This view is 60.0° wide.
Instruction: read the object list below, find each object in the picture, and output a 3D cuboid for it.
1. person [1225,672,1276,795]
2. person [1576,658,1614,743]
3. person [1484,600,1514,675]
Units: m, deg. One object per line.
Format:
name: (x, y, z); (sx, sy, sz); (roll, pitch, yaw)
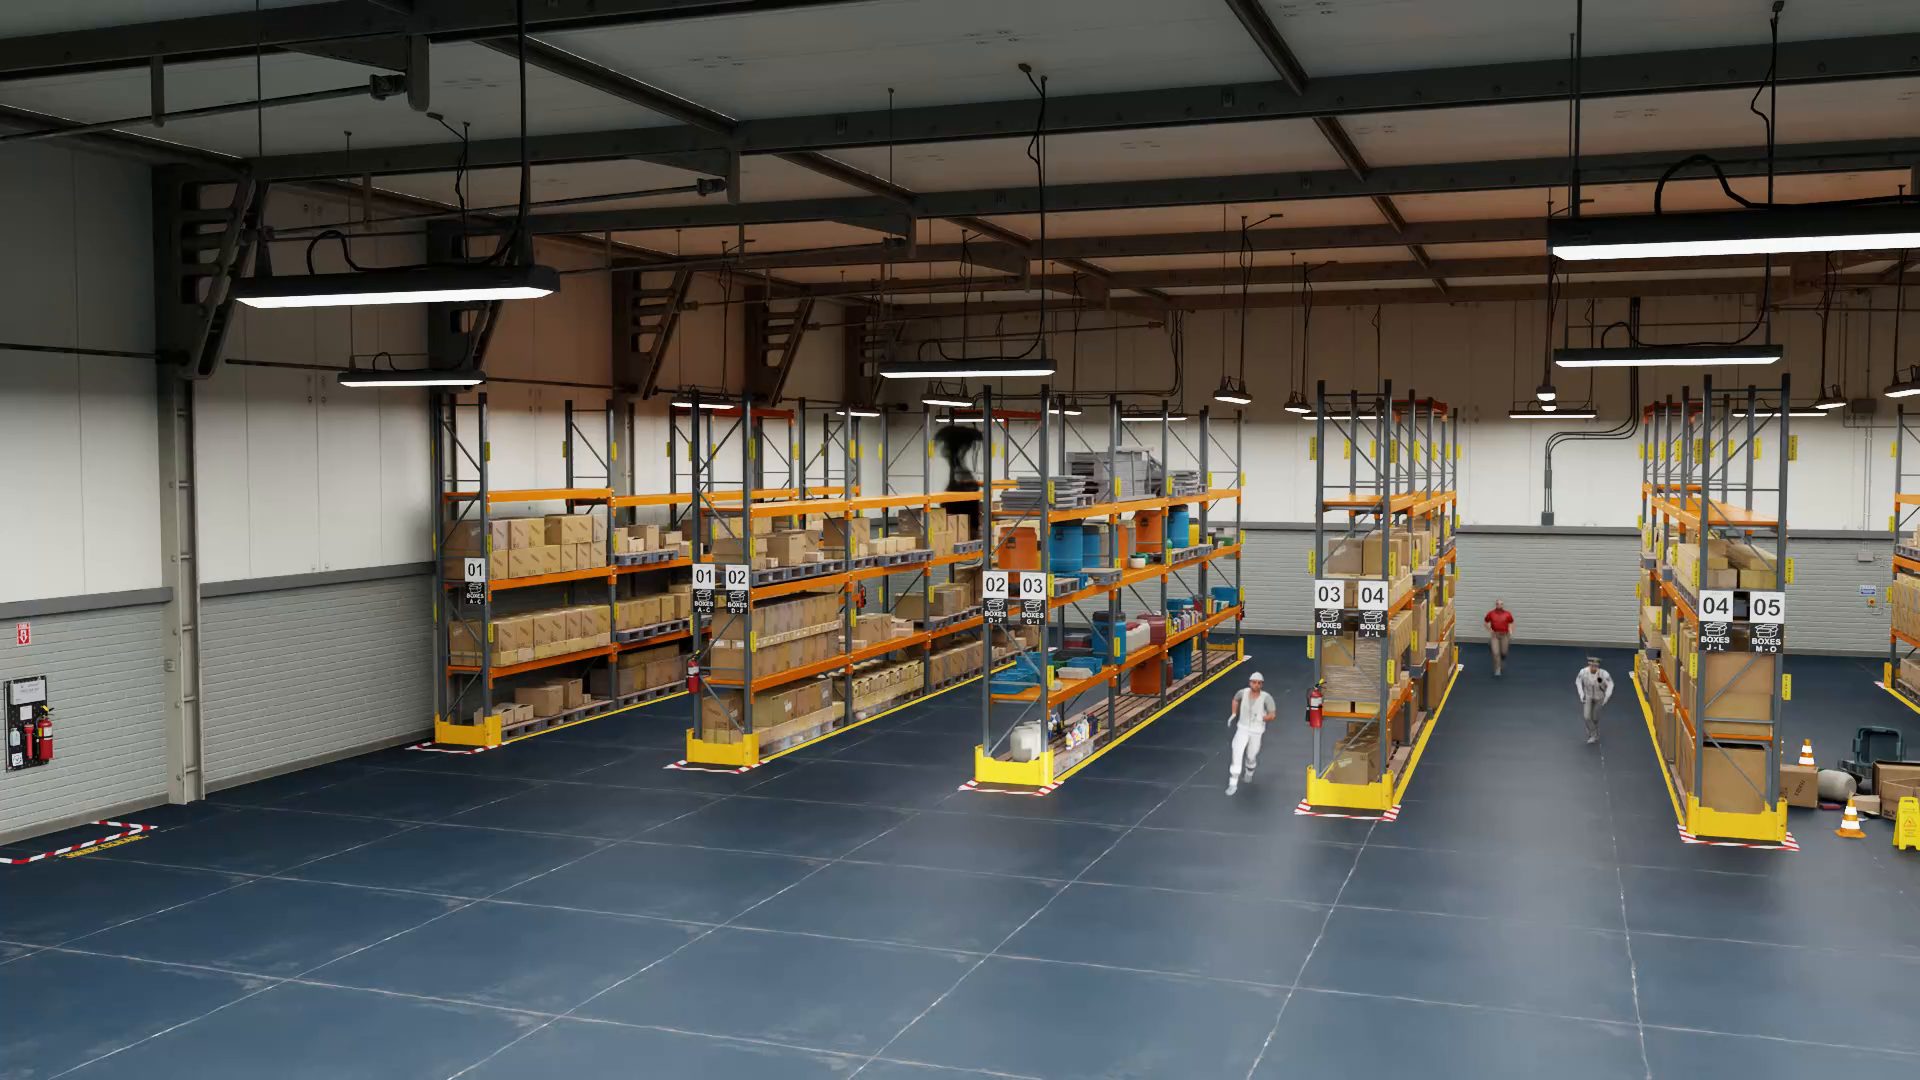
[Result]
person: (4.282, 2.803, 24.421); (0.709, 1.753, 0.998); (1, 3, 18)
person: (10.960, 2.743, 28.702); (0.626, 1.512, 0.964); (1, 3, 24)
person: (12.127, 2.181, 37.414); (0.665, 1.688, 0.603); (1, 3, 15)
